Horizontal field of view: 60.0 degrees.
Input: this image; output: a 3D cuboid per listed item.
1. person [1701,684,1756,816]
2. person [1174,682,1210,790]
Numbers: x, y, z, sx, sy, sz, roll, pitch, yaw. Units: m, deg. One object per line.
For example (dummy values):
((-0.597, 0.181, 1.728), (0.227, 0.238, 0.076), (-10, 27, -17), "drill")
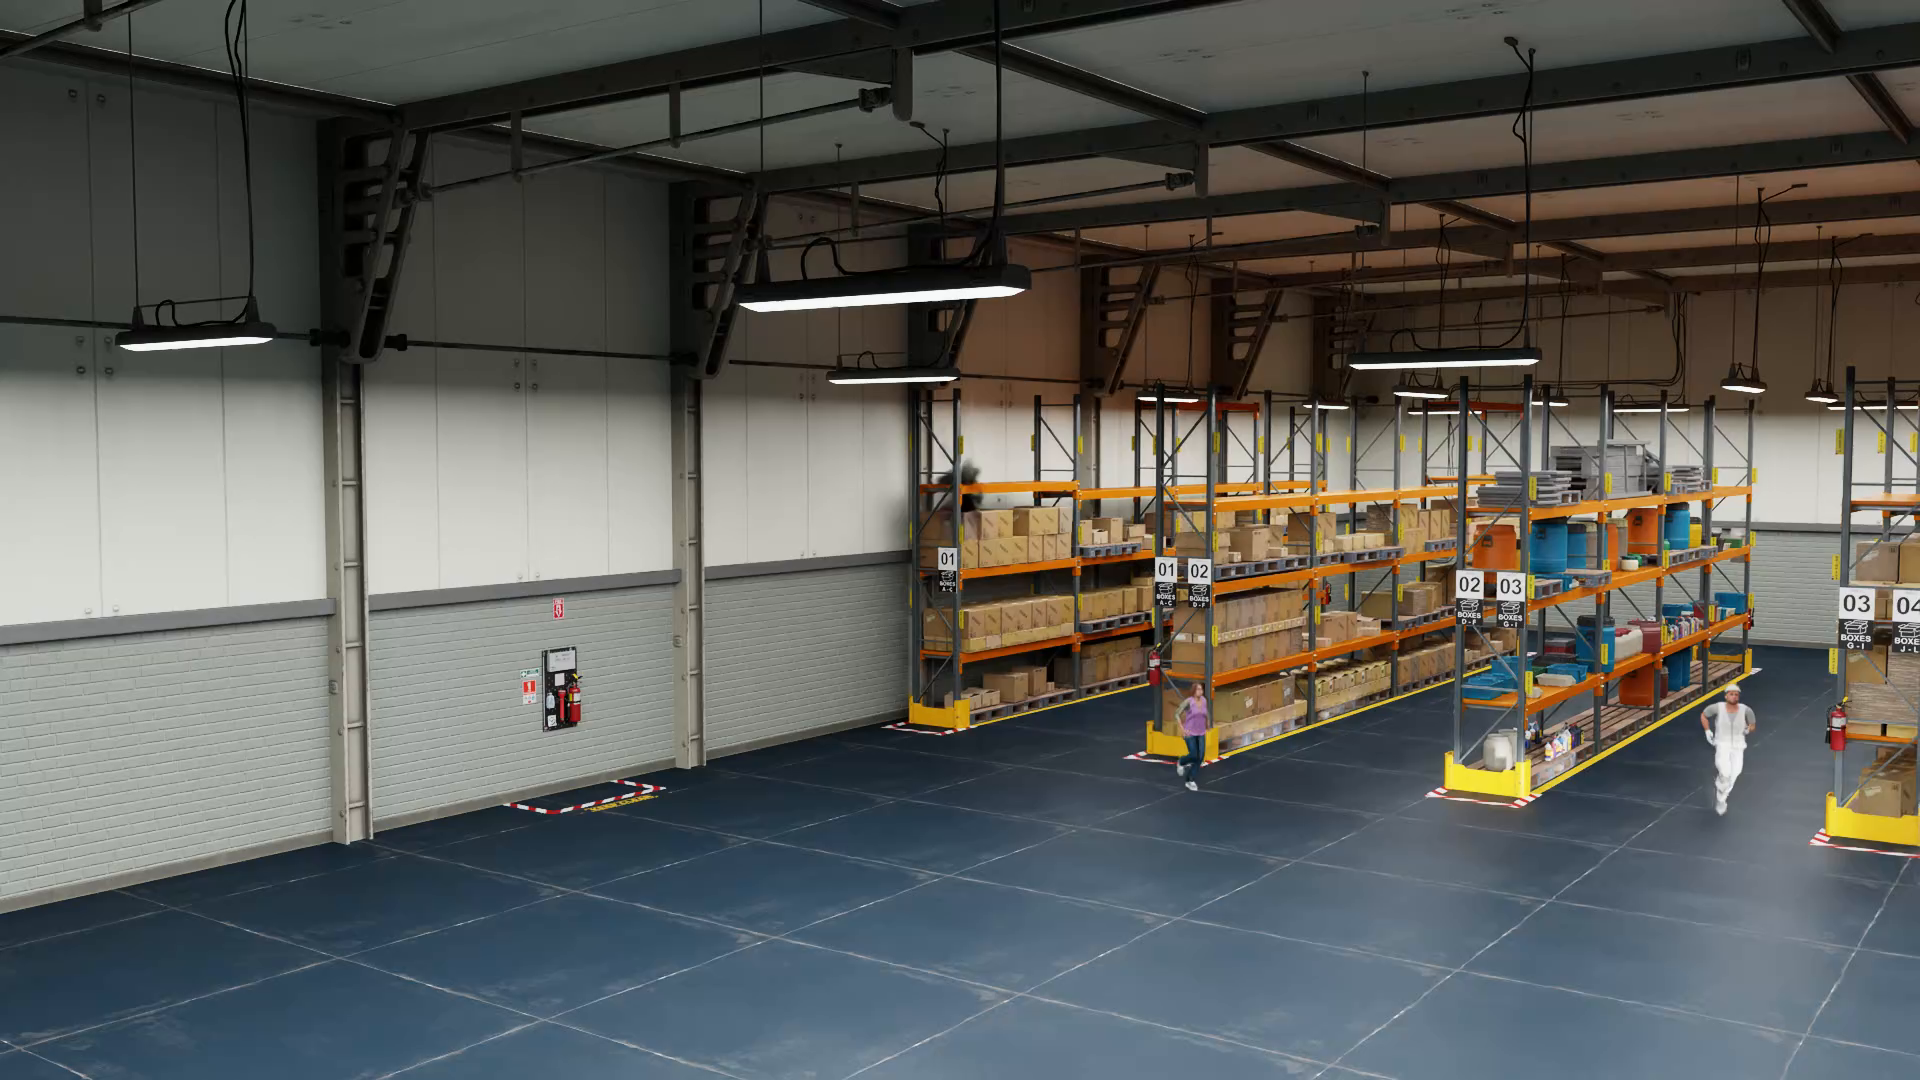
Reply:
((10.434, 2.832, 22.540), (0.640, 1.782, 0.761), (1, 3, 10), "person")
((3.408, 2.849, 24.319), (0.554, 1.559, 0.536), (-2, 4, -25), "person")
